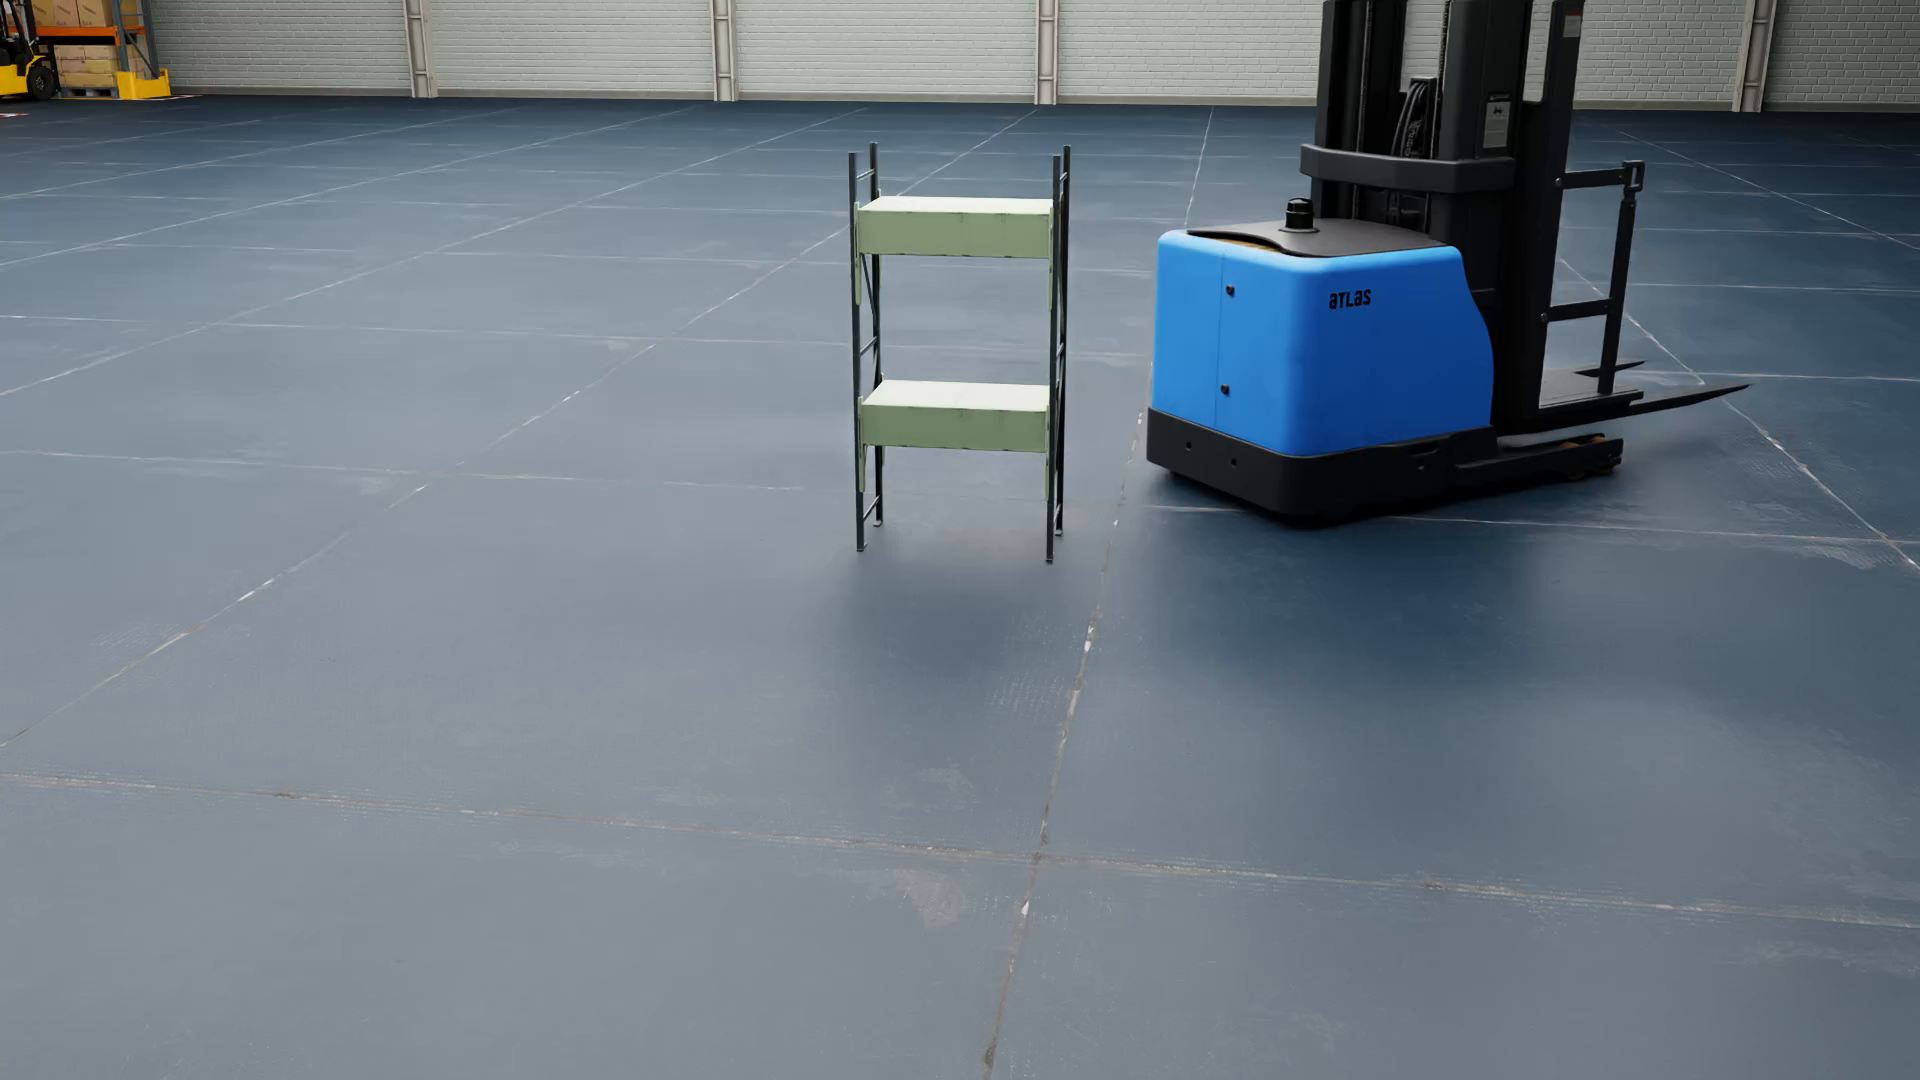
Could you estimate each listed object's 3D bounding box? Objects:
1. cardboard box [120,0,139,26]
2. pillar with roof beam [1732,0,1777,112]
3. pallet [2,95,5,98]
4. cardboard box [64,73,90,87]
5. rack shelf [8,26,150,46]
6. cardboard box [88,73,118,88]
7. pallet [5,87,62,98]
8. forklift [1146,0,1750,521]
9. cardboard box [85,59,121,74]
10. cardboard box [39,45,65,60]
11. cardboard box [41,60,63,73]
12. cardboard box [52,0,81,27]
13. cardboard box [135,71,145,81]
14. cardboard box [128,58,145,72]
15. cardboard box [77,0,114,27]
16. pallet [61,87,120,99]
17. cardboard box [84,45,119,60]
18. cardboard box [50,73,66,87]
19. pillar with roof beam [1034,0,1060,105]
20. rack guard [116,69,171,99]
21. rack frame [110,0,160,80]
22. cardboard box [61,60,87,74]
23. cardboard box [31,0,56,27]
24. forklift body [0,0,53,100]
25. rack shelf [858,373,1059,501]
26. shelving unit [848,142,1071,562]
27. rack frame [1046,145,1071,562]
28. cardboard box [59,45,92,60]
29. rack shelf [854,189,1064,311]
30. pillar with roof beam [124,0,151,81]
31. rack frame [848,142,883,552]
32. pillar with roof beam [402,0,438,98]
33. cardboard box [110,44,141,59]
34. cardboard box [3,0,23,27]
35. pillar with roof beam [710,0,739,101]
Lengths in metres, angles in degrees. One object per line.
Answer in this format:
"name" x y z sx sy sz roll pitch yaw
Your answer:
"cardboard box" -16.109 -10.088 31.785 0.500 0.500 0.500 4 19 10
"pillar with roof beam" 12.729 -10.232 22.920 0.400 9.000 9.100 3 19 9
"pallet" -18.834 -8.754 32.351 1.213 0.211 1.003 3 19 9
"cardboard box" -16.667 -8.776 31.694 0.500 0.250 0.500 3 19 9
"rack shelf" -17.638 -9.688 31.881 4.000 0.370 1.077 3 19 9
"cardboard box" -16.178 -8.748 31.611 0.500 0.250 0.500 3 19 9
"pallet" -17.626 -8.693 32.170 1.213 0.211 1.003 3 19 9
"forklift" 2.361 -1.787 7.244 3.031 2.935 1.130 -10 21 -28
"cardboard box" -16.194 -8.987 31.537 0.500 0.250 0.500 3 19 8
"cardboard box" -17.173 -9.269 31.592 0.500 0.250 0.500 3 19 9
"cardboard box" -17.200 -9.035 31.681 0.500 0.250 0.500 2 19 7
"cardboard box" -16.702 -9.947 31.365 0.500 0.500 0.500 4 19 10
"cardboard box" -16.117 -8.909 32.093 0.500 0.250 0.500 3 19 9
"cardboard box" -16.095 -9.149 32.022 0.500 0.250 0.500 3 19 10
"cardboard box" -16.191 -9.918 31.278 0.500 0.500 0.500 3 19 7
"pallet" -16.425 -8.631 31.984 1.213 0.211 1.003 3 19 9
"cardboard box" -16.168 -9.223 31.454 0.500 0.250 0.500 4 19 10
"cardboard box" -17.160 -8.804 31.778 0.500 0.250 0.500 3 19 9
"pillar with roof beam" 0.881 -10.836 24.725 0.400 9.000 9.100 3 19 9
"rack guard" -15.640 -8.742 31.859 0.348 0.500 1.175 3 19 9
"rack frame" -15.664 -9.928 31.466 0.127 3.000 1.000 3 19 9
"cardboard box" -16.687 -9.016 31.623 0.500 0.250 0.500 3 19 8
"cardboard box" -17.208 -9.973 31.442 0.500 0.500 0.500 3 19 8
"forklift body" -17.825 -9.050 30.178 1.214 2.155 2.313 3 19 9
"rack shelf" 0.007 -0.402 6.386 0.720 0.370 0.431 3 19 9
"shelving unit" 0.007 -0.711 6.282 0.755 1.500 0.431 3 19 9
"rack frame" 0.368 -0.692 6.227 0.023 1.500 0.400 3 19 9
"cardboard box" -16.673 -9.247 31.526 0.500 0.250 0.500 3 19 10
"rack shelf" 0.007 -1.081 6.159 0.720 0.370 0.431 3 19 9
"pillar with roof beam" -16.891 -11.742 27.432 0.400 9.000 9.100 3 19 9
"rack frame" -0.355 -0.729 6.337 0.023 1.500 0.400 3 19 9
"pillar with roof beam" -10.967 -11.440 26.530 0.400 9.000 9.100 3 19 9
"cardboard box" -16.108 -9.381 31.927 0.500 0.250 0.500 3 19 8
"cardboard box" -17.706 -9.995 31.507 0.500 0.500 0.500 3 19 9
"pillar with roof beam" -5.043 -11.138 25.627 0.400 9.000 9.100 3 19 9
